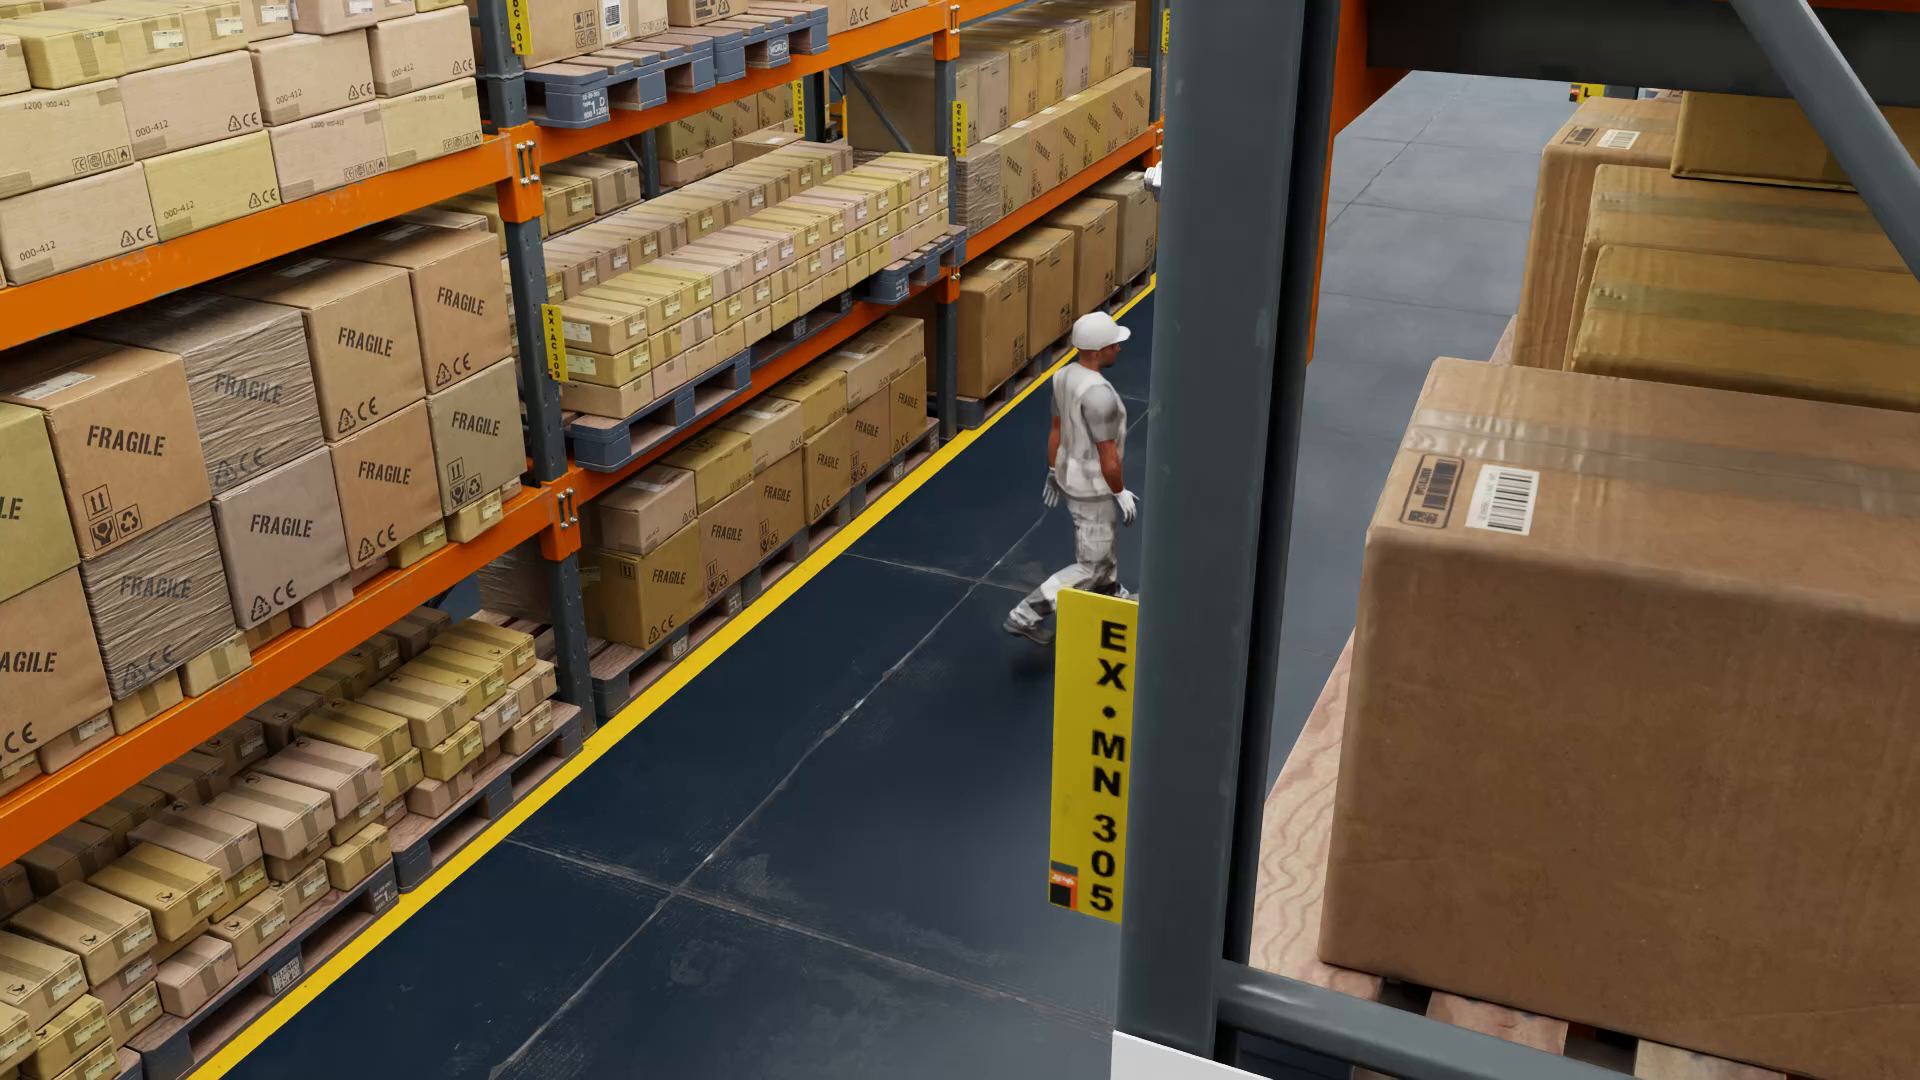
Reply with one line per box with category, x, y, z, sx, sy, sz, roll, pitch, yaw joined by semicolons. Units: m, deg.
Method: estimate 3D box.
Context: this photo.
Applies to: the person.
person;0.623;-0.286;8.188;0.907;1.764;0.589;-5;26;-9
